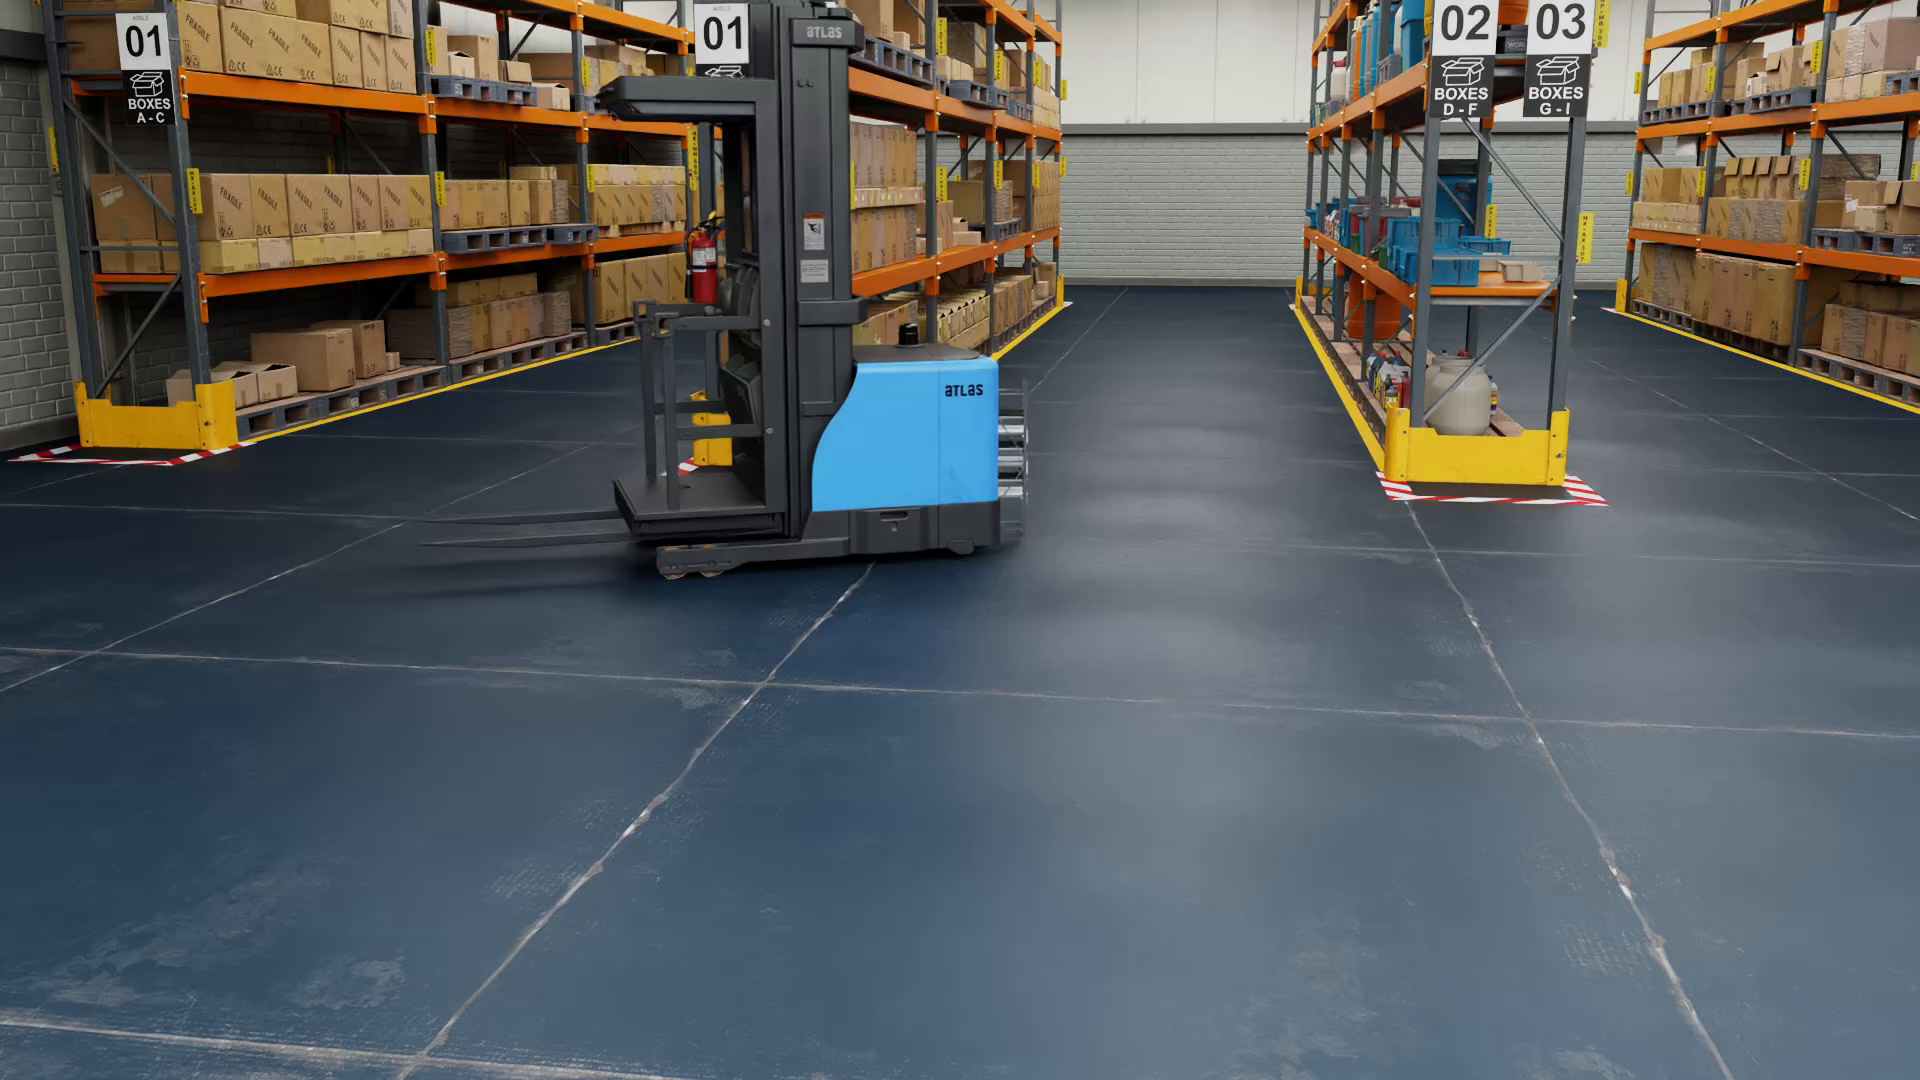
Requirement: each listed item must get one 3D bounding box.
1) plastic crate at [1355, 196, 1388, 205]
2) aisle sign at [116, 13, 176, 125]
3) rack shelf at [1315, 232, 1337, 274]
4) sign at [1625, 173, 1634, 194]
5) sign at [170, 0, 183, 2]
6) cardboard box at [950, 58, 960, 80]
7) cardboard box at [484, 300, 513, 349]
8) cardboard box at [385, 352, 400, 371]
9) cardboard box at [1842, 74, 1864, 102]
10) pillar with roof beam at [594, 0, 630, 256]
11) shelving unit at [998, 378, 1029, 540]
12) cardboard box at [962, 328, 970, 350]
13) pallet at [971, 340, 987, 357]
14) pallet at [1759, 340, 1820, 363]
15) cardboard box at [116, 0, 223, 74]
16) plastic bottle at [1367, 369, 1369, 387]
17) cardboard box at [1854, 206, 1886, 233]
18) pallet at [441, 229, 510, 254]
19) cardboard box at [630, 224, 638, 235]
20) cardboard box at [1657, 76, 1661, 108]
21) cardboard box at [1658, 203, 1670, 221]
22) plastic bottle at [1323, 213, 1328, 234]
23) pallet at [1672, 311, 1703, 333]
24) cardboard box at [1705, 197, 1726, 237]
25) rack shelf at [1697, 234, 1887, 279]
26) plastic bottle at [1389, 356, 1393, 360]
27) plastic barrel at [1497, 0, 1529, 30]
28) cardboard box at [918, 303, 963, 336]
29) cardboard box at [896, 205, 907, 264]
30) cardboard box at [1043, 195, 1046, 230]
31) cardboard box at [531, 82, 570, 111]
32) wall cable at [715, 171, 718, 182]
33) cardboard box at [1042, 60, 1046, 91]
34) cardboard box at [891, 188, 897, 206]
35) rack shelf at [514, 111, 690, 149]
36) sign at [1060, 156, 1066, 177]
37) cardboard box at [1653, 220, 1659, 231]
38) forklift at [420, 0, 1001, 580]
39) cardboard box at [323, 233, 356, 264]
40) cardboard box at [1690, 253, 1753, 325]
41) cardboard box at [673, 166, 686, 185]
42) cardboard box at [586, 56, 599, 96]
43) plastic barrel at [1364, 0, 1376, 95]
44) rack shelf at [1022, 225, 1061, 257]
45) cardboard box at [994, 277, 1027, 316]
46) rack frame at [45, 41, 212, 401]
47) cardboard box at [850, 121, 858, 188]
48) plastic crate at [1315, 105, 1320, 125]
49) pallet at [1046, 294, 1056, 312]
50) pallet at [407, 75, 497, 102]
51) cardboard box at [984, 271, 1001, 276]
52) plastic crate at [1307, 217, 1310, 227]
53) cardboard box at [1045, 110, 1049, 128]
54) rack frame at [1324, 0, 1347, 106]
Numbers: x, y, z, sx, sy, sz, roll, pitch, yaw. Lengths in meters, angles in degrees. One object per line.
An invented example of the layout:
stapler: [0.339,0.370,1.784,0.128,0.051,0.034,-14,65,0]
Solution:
plastic crate: [5.789,-4.605,23.448,0.402,0.464,0.583,2,12,9]
aisle sign: [-5.945,-3.436,12.146,0.394,0.787,0.004,2,12,9]
rack shelf: [5.096,-3.599,20.780,1.077,0.370,4.000,2,12,9]
sign: [10.366,-5.520,25.745,0.100,0.325,0.005,2,12,9]
sign: [-5.694,-4.066,12.045,0.100,0.325,0.005,2,12,9]
cardboard box: [-0.281,-4.969,17.669,0.500,0.250,0.500,2,12,8]
cardboard box: [-5.370,-2.383,18.322,0.700,0.500,0.500,2,12,9]
cardboard box: [-5.668,-1.740,16.129,0.380,0.166,0.250,0,12,1]
cardboard box: [9.280,-4.570,16.816,0.500,0.250,0.500,2,12,10]
pillar with roof beam: [-0.878,-7.655,23.652,9.100,9.000,0.400,2,12,9]
shelving unit: [0.256,-0.464,9.511,0.258,0.900,0.210,0,12,-1]
cardboard box: [-0.177,-2.120,17.740,0.500,0.250,0.500,2,12,10]
pallet: [-0.270,-2.162,19.025,1.003,0.211,1.213,2,12,9]
pallet: [9.879,-2.172,19.072,1.003,0.211,1.213,2,12,9]
cardboard box: [-5.932,-3.776,12.491,0.500,0.500,0.500,2,12,10]
plastic bottle: [3.660,-1.454,14.719,0.097,0.201,0.097,0,12,0]
cardboard box: [9.198,-3.164,16.415,0.500,0.250,0.500,2,12,7]
pallet: [-5.354,-3.083,17.135,1.003,0.211,1.213,2,12,9]
cardboard box: [-4.496,-4.123,22.053,0.380,0.149,0.250,2,12,9]
cardboard box: [10.886,-6.698,24.863,0.700,0.500,0.500,1,12,5]
cardboard box: [10.343,-4.698,23.824,0.500,0.250,0.500,2,12,8]
plastic bottle: [4.926,-4.247,22.358,0.061,0.283,0.133,2,12,9]
pallet: [10.492,-2.999,22.908,1.003,0.211,1.213,2,12,9]
cardboard box: [9.980,-4.168,21.474,0.500,0.500,0.500,2,12,9]
rack shelf: [9.991,-3.438,20.035,1.077,0.370,4.000,2,12,9]
plastic bottle: [3.774,-1.465,14.575,0.061,0.283,0.133,2,12,9]
plastic barrel: [3.508,-3.856,11.128,0.600,0.830,0.708,2,12,9]
cardboard box: [-0.250,-2.288,17.188,0.500,0.311,0.500,1,12,7]
cardboard box: [-0.857,-2.709,14.706,0.700,0.500,0.500,2,12,8]
cardboard box: [1.013,-4.885,24.803,0.500,0.500,0.500,2,12,8]
cardboard box: [-4.844,-5.129,19.217,0.500,0.311,0.500,2,12,9]
wall cable: [-4.508,-6.314,29.261,0.084,1.984,1.851,2,12,9]
cardboard box: [0.931,-7.048,25.348,0.700,0.500,0.500,2,12,9]
cardboard box: [-0.747,-2.901,14.057,0.380,0.149,0.250,2,12,10]
rack shelf: [-4.693,-5.386,21.953,1.077,0.370,4.000,2,12,9]
sign: [1.671,-6.059,26.990,0.100,0.325,0.005,2,12,9]
cardboard box: [10.337,-4.585,24.246,0.380,0.149,0.250,2,12,8]
forklift: [-1.354,-1.353,8.816,3.031,2.935,1.130,-4,13,-16]
cardboard box: [-5.612,-2.537,14.454,0.500,0.250,0.500,2,12,9]
cardboard box: [10.219,-3.239,21.450,1.225,0.875,0.875,2,12,9]
cardboard box: [-4.204,-5.153,23.513,0.500,0.250,0.500,2,12,10]
cardboard box: [-4.953,-5.800,20.886,0.700,0.500,0.500,1,12,6]
plastic barrel: [4.138,-4.662,15.695,0.600,0.901,0.600,0,12,0]
rack shelf: [0.818,-4.593,25.392,1.077,0.370,4.000,2,12,9]
cardboard box: [0.633,-3.307,22.605,0.500,0.500,0.500,2,12,9]
rack frame: [-6.231,-2.190,12.534,1.000,3.000,0.127,2,12,9]
cardboard box: [-1.167,-2.931,12.655,0.700,0.500,0.500,2,12,7]
plastic crate: [5.373,-6.156,24.102,0.437,0.282,0.530,2,12,9]
pallet: [0.992,-3.816,26.698,1.003,0.211,1.213,2,12,9]
pallet: [-5.415,-4.522,16.682,1.213,0.211,1.003,2,12,9]
cardboard box: [0.318,-3.649,24.194,0.500,0.500,0.500,2,12,9]
plastic crate: [5.421,-4.854,25.379,0.250,0.136,0.298,2,12,9]
cardboard box: [1.062,-6.326,24.965,0.500,0.250,0.500,2,12,9]
rack frame: [5.404,-7.299,22.004,1.000,3.000,0.127,2,12,9]
